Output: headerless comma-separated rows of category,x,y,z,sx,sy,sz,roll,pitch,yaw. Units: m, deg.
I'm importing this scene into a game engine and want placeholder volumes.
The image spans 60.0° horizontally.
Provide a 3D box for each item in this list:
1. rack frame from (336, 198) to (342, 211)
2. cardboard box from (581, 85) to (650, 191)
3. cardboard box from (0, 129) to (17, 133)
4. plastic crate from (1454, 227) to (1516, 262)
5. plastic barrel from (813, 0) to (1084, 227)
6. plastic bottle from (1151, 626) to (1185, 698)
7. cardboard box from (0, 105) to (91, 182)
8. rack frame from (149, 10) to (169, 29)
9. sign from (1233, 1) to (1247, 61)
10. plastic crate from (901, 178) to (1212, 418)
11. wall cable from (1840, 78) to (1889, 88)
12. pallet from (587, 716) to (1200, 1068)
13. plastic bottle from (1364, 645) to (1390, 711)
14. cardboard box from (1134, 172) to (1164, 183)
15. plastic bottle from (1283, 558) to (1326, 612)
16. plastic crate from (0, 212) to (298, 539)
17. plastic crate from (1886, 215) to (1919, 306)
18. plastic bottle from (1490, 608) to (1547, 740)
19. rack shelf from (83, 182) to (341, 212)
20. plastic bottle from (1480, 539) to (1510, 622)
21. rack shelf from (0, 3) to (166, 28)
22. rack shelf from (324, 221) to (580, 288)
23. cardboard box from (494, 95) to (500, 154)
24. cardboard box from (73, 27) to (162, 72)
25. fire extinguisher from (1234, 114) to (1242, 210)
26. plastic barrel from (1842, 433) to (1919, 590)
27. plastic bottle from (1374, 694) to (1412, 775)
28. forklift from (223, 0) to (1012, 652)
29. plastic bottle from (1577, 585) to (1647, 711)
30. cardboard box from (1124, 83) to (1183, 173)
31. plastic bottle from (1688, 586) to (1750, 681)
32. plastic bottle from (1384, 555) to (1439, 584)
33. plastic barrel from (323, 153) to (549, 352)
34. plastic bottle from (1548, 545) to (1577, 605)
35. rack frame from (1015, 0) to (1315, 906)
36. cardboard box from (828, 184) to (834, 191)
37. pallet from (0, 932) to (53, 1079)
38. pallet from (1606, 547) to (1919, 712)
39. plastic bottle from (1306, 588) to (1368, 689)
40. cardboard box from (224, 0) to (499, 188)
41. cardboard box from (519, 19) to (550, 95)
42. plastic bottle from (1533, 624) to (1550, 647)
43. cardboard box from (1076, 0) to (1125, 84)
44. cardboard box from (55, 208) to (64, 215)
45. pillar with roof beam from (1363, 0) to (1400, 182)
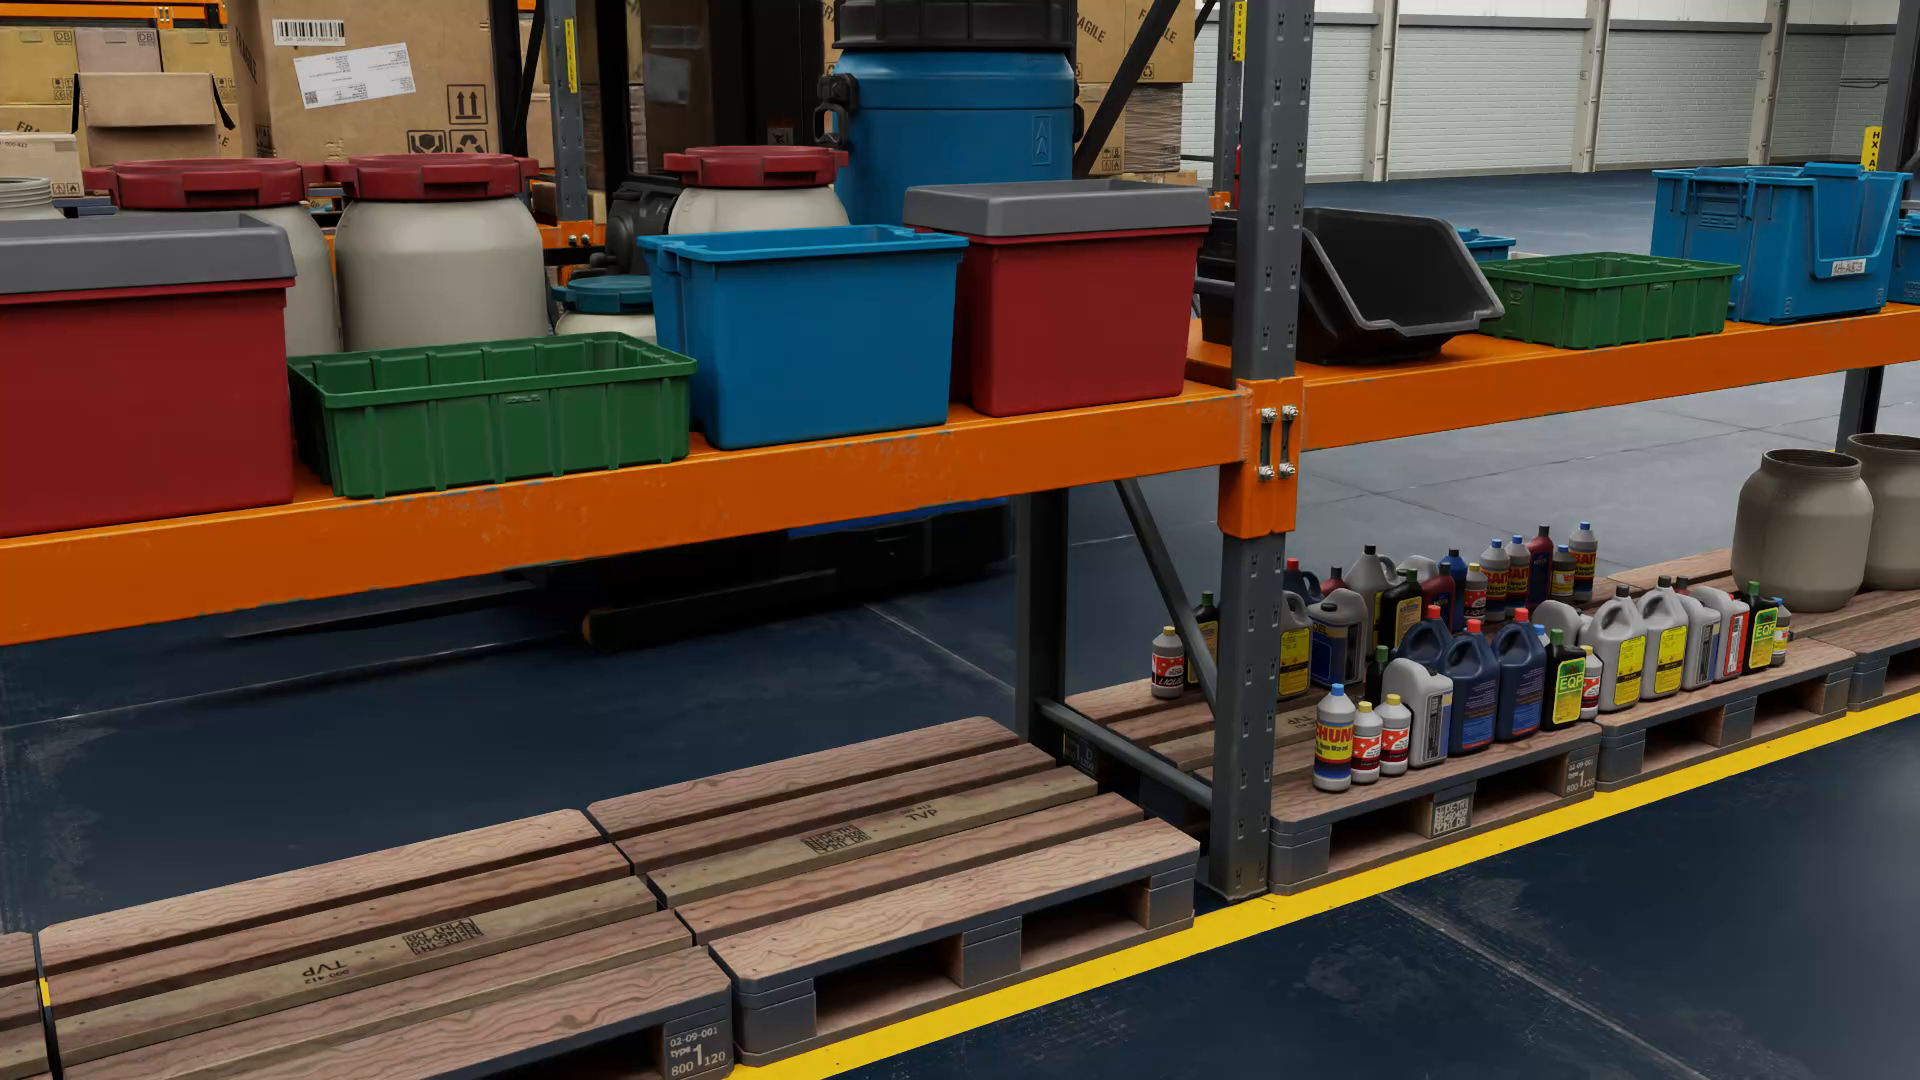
rack frame,-4.550,-2.963,12.423,0.127,3.000,1.000,-9,18,-30
cardboard box,-1.664,-2.041,8.397,0.500,0.500,0.875,-9,18,-30
cardboard box,-4.220,-1.677,7.306,0.258,0.266,0.396,-10,18,-31
plastic crate,1.278,-0.800,4.984,0.616,0.251,0.499,-9,18,-30
plastic barrel,-0.018,-0.913,4.181,0.708,0.901,0.600,-9,18,-30
plastic bottle,0.619,0.358,4.946,0.097,0.201,0.097,0,16,0
cardboard box,-6.160,-2.665,11.175,0.500,0.500,0.500,-9,18,-30
rack frame,-9.745,-5.242,20.553,0.127,3.000,1.000,-9,18,-30
sign,1.615,-2.936,9.595,0.005,0.325,0.100,-9,18,-30
plastic crate,0.211,-0.548,3.689,0.583,0.464,0.402,-9,18,-30
wall cable,21.544,-11.577,37.791,0.112,2.526,3.097,-9,18,-30
pallet,-0.184,0.805,4.146,1.213,0.211,1.003,-9,18,-30
plastic bottle,1.175,0.422,4.565,0.133,0.283,0.061,-9,18,-30
cardboard box,0.994,-2.114,9.861,0.250,0.149,0.380,-9,18,-30
plastic bottle,1.037,0.225,5.141,0.185,0.351,0.144,-10,19,-32
plastic crate,-1.417,-0.284,2.747,0.583,0.464,0.402,-9,18,-30
plastic crate,3.063,-0.912,5.382,0.408,0.251,0.499,-9,18,-30
plastic bottle,1.536,0.366,4.640,0.185,0.351,0.144,-10,19,-32
rack shelf,-6.264,-2.339,11.528,4.000,0.370,1.077,-9,18,-30
plastic bottle,1.803,0.132,5.622,0.097,0.271,0.097,0,16,0
rack shelf,-11.460,-6.062,19.254,4.000,0.370,1.077,-9,18,-30
rack shelf,-3.796,-1.177,7.384,4.000,0.370,1.077,-9,18,-30
cardboard box,-3.780,-3.171,12.887,0.550,0.550,0.875,-9,18,-30
cardboard box,-5.846,-3.280,11.516,0.500,0.500,0.700,-9,18,-29
fire extinguisher,1.682,-2.229,9.949,0.183,0.674,0.296,-9,18,-30
plastic barrel,3.373,-0.107,6.064,0.421,0.512,0.421,0,16,0
plastic bottle,1.142,0.509,4.406,0.097,0.201,0.097,0,16,0
forklift,-1.304,-1.170,6.155,3.031,2.935,1.130,-10,18,-31
plastic bottle,1.901,0.307,4.851,0.185,0.351,0.144,-9,18,-30
cardboard box,0.861,-2.479,9.959,0.500,0.500,0.875,-9,18,-30
plastic bottle,2.319,0.274,5.108,0.135,0.276,0.152,-9,18,-29
plastic bottle,1.455,0.195,5.389,0.135,0.276,0.152,-9,18,-29
plastic barrel,-1.093,-0.537,3.515,0.433,0.535,0.433,0,16,0
plastic bottle,2.094,0.118,5.799,0.097,0.201,0.097,0,16,0
rack frame,0.469,-0.655,4.191,0.127,3.000,1.000,-9,18,-30
cardboard box,-0.684,-1.820,8.811,0.250,0.149,0.380,-9,18,-30
pallet,-2.276,1.145,2.936,1.213,0.211,1.003,-9,18,-30
pallet,3.157,0.264,6.076,1.213,0.211,1.003,-9,18,-30
plastic bottle,1.135,0.292,5.042,0.135,0.276,0.152,-9,18,-30
cardboard box,-2.835,-2.214,7.863,1.000,1.000,1.000,-9,18,-29
cardboard box,-3.271,-3.745,12.934,0.550,0.550,0.875,-9,18,-30
plastic bottle,1.643,0.375,4.755,0.097,0.271,0.097,0,16,0
cardboard box,0.577,-2.826,9.344,0.500,0.500,0.500,-9,18,-30
cardboard box,-10.856,-4.120,20.171,0.625,0.625,0.875,-9,18,-30
pillar with roof beam,10.269,-10.305,27.498,0.400,9.000,9.100,-9,18,-30
